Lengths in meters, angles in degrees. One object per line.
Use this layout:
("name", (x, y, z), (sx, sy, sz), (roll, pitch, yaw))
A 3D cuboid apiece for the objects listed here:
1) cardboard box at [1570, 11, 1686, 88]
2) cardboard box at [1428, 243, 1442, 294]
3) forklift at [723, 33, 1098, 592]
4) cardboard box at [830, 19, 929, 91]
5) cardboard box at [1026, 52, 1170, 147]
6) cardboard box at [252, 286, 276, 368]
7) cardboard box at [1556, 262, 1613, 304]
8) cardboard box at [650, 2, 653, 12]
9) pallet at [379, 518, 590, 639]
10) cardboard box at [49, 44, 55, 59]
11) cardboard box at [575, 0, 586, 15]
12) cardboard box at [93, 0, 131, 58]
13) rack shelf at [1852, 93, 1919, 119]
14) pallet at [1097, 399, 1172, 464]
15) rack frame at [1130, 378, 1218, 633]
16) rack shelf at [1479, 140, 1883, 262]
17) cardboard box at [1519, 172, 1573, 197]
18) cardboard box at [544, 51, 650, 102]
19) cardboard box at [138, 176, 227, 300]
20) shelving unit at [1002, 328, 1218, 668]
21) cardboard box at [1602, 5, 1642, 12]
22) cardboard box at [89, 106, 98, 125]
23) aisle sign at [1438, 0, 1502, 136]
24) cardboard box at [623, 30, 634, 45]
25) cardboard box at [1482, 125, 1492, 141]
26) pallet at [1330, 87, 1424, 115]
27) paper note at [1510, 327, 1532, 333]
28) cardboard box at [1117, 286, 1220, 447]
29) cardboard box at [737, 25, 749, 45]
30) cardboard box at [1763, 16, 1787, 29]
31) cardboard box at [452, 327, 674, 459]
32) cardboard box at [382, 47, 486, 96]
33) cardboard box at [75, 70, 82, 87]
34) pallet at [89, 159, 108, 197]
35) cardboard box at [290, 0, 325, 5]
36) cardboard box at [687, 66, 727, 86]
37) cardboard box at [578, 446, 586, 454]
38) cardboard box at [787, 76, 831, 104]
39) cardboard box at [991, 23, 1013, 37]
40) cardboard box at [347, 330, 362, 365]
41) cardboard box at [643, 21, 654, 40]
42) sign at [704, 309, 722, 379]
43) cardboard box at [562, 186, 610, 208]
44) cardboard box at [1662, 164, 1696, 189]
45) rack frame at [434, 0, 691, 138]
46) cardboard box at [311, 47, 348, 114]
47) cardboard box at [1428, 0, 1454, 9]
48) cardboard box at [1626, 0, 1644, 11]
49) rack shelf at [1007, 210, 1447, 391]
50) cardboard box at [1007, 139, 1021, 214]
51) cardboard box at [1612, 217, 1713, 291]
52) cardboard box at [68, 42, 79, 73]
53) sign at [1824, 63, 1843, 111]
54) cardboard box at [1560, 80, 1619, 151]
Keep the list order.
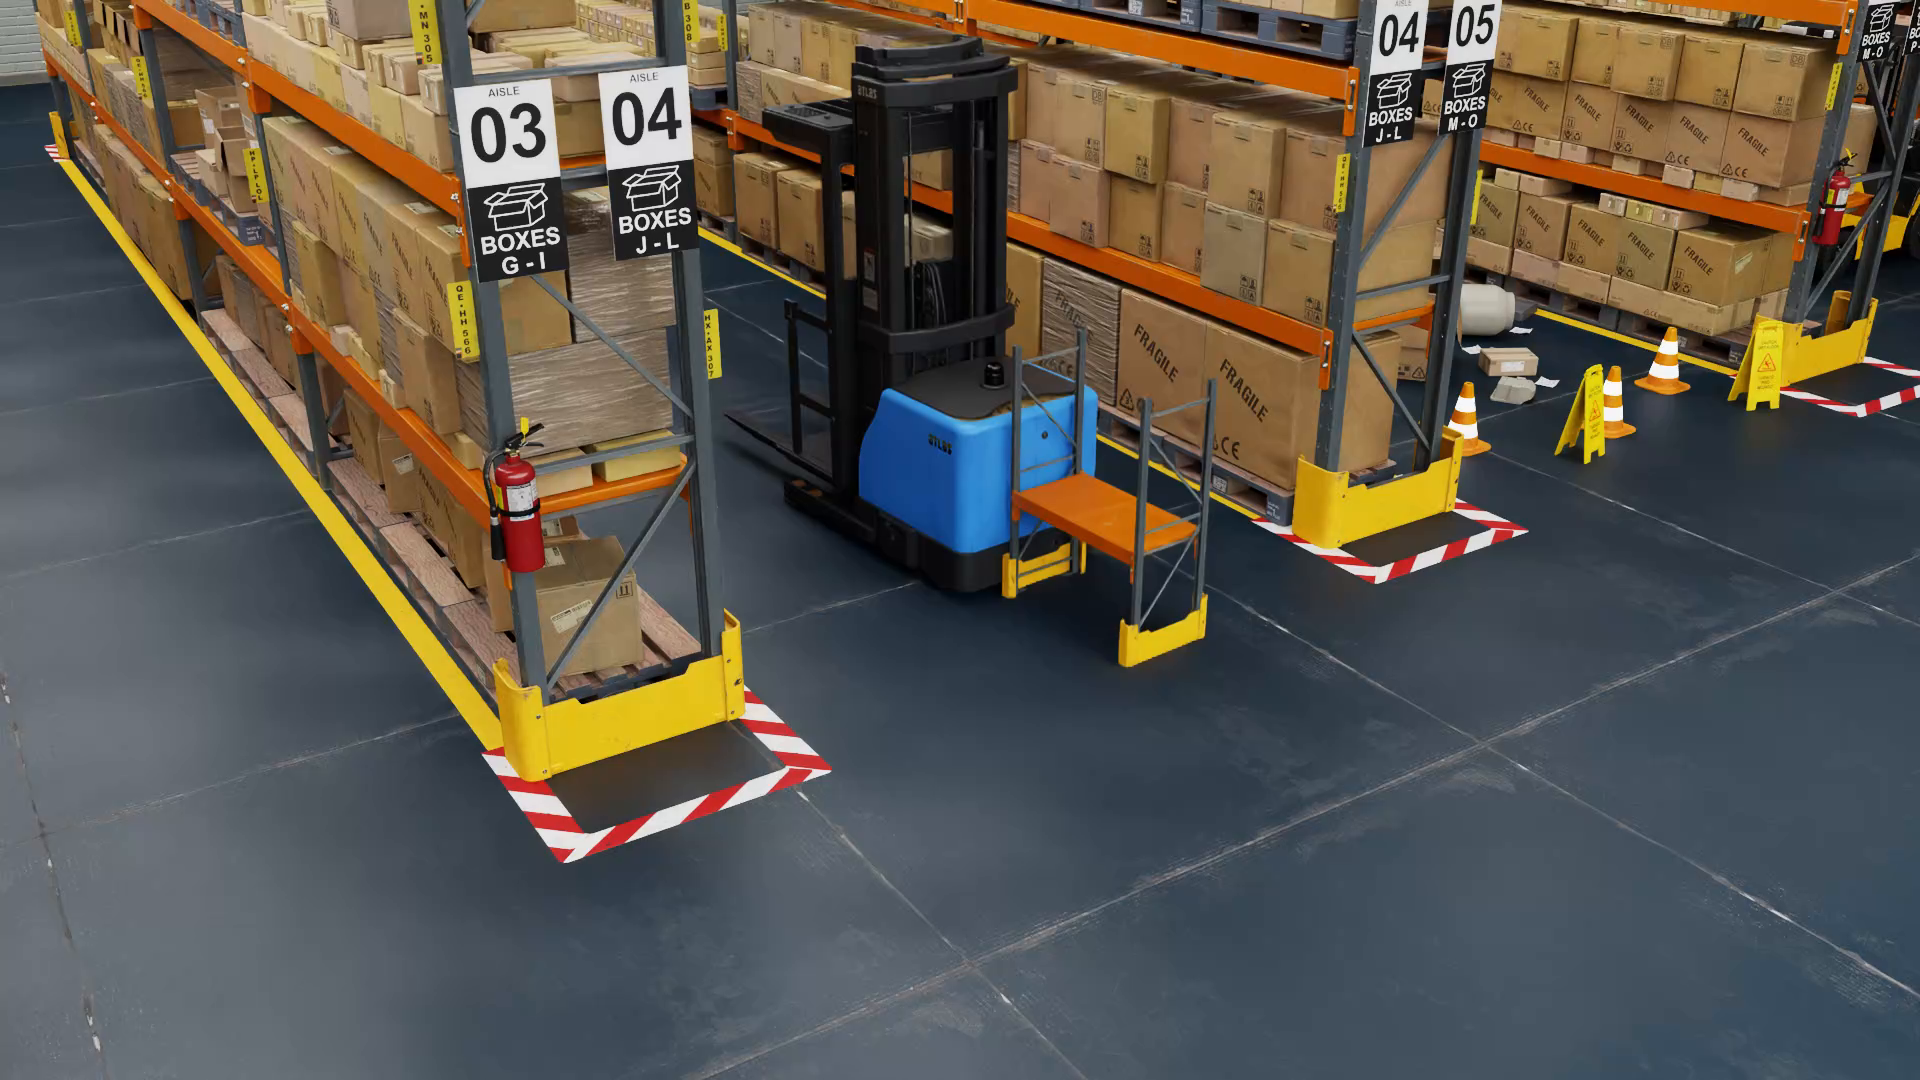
("cardboard box", (5.449, -4.002, 13.576), (0.700, 0.500, 0.500), (-16, 29, -30))
("cardboard box", (3.962, -2.287, 14.506), (0.500, 0.500, 0.500), (3, 25, 6))
("forklift", (-0.478, -1.595, 10.195), (1.130, 2.935, 3.031), (-18, 31, -33))
("cardboard box", (-0.683, -4.146, 14.230), (0.700, 0.500, 0.500), (-16, 30, -30))
("cardboard box", (0.996, -3.173, 12.018), (0.875, 0.550, 0.550), (-16, 29, -30))
("cardboard box", (-4.958, -1.675, 12.697), (0.700, 0.500, 0.500), (-13, 28, -25))
("cardboard box", (5.468, -2.232, 14.193), (0.500, 0.250, 0.500), (-17, 30, -31))
("cardboard box", (-3.129, -5.753, 18.028), (0.380, 0.149, 0.250), (-16, 29, -30))
("pallet", (-2.719, 0.123, 9.743), (1.003, 0.211, 1.213), (-16, 29, -30))
("cardboard box", (-9.994, -5.506, 18.693), (0.380, 0.149, 0.250), (-16, 30, -30))
("cardboard box", (-4.112, -5.885, 18.309), (0.380, 0.149, 0.250), (-14, 29, -27))
("cardboard box", (-7.797, -4.941, 15.910), (0.797, 0.503, 0.637), (-16, 30, -31))
("rack shelf", (9.766, -4.234, 16.548), (1.077, 0.370, 4.000), (-16, 29, -30))
("pallet", (1.445, -0.939, 11.991), (1.003, 0.211, 1.213), (-16, 29, -30))
("rack frame", (1.105, -0.081, 8.664), (0.500, 1.500, 0.032), (-18, 31, -33))
("rack shelf", (5.609, -3.076, 14.095), (1.077, 0.370, 4.000), (-16, 29, -30))
("cardboard box", (5.063, -3.084, 14.359), (0.380, 0.149, 0.250), (-14, 29, -27))
("cardboard box", (-1.558, -1.998, 7.163), (0.380, 0.149, 0.250), (-16, 30, -30))
("cardboard box", (-6.328, -2.719, 14.492), (1.225, 0.875, 0.875), (-17, 30, -32))
("shelving unit", (0.793, -0.257, 9.037), (0.587, 1.500, 1.083), (-18, 31, -33))
("cardboard box", (7.631, -5.915, 18.857), (0.500, 0.250, 0.500), (-15, 29, -29))
("cardboard box", (-8.937, -4.474, 18.211), (0.875, 0.875, 0.875), (-16, 29, -30))
("aisle sign", (2.899, -2.716, 9.445), (0.394, 0.787, 0.004), (-16, 29, -30))
("cardboard box", (-3.257, -5.192, 17.189), (0.380, 0.149, 0.250), (-16, 30, -31))
("cardboard box", (4.773, -3.649, 14.761), (0.380, 0.149, 0.250), (-16, 29, -30))
("pallet", (4.222, -4.337, 16.148), (1.003, 0.211, 1.213), (-16, 29, -30))
("paper note", (4.708, -1.762, 13.947), (0.148, 0.019, 0.142), (18, 31, 33))
("cardboard box", (1.701, -1.267, 11.416), (0.875, 0.875, 0.875), (-16, 30, -30))
("cardboard box", (-1.997, -5.009, 16.452), (0.380, 0.149, 0.250), (-16, 30, -31))
("cardboard box", (8.628, -5.438, 17.378), (0.380, 0.149, 0.250), (-16, 30, -30))
("cardboard box", (-1.879, -0.759, 7.879), (0.875, 0.500, 0.500), (-16, 29, -30))
("cardboard box", (-2.300, -2.065, 7.305), (0.380, 0.149, 0.250), (-17, 30, -32))
("cardboard box", (-8.874, -4.771, 17.138), (0.380, 0.149, 0.250), (-16, 30, -30))
("pallet", (-9.172, -4.134, 18.761), (1.003, 0.211, 1.213), (-16, 29, -30))
("cardboard box", (-3.363, -2.829, 8.923), (0.380, 0.149, 0.250), (-15, 29, -28))
("cardboard box", (-2.413, -4.503, 16.078), (0.380, 0.149, 0.250), (-15, 29, -29))
("cardboard box", (-1.678, -0.514, 8.120), (0.380, 0.149, 0.250), (-16, 29, -30))
("cardboard box", (-1.184, -3.818, 14.706), (0.500, 0.500, 0.500), (-16, 29, -30))
("cardboard box", (0.720, -6.319, 20.299), (0.500, 0.250, 0.500), (-16, 30, -30))
("cardboard box", (-3.217, -1.105, 9.372), (0.380, 0.149, 0.250), (-16, 29, -30))
("cardboard box", (-2.964, -5.138, 16.725), (0.380, 0.149, 0.250), (-16, 29, -30))
("sign", (-1.147, -0.894, 7.617), (0.100, 0.325, 0.005), (-16, 29, -30))
("cardboard box", (-1.941, -1.449, 8.169), (0.500, 0.500, 0.500), (-16, 29, -30))
("cardboard box", (5.799, -2.903, 13.179), (0.380, 0.149, 0.250), (-15, 29, -29))
("rack frame", (-1.602, -3.089, 6.253), (1.000, 3.000, 0.127), (-16, 29, -30))
("cardboard box", (-2.904, -2.320, 8.313), (0.500, 0.250, 0.500), (-16, 30, -30))
("cardboard box", (2.690, -3.171, 9.626), (0.380, 0.149, 0.250), (-15, 29, -29))
("cardboard box", (7.711, -6.043, 18.660), (0.380, 0.149, 0.250), (-16, 30, -31))
("rack shelf", (1.517, -1.886, 11.574), (1.077, 0.370, 4.000), (-16, 29, -30))
("cardboard box", (0.637, -2.865, 12.631), (0.875, 0.550, 0.550), (-16, 29, -30))
("cardboard box", (5.758, -2.383, 13.635), (0.500, 0.500, 0.500), (-14, 29, -28))
("cardboard box", (-8.898, -5.016, 17.190), (0.500, 0.250, 0.500), (-15, 29, -28))
("sign", (6.225, -3.230, 11.852), (0.100, 0.325, 0.005), (-16, 29, -30))
("cardboard box", (5.374, -3.541, 13.772), (0.500, 0.500, 0.500), (-15, 29, -29))
